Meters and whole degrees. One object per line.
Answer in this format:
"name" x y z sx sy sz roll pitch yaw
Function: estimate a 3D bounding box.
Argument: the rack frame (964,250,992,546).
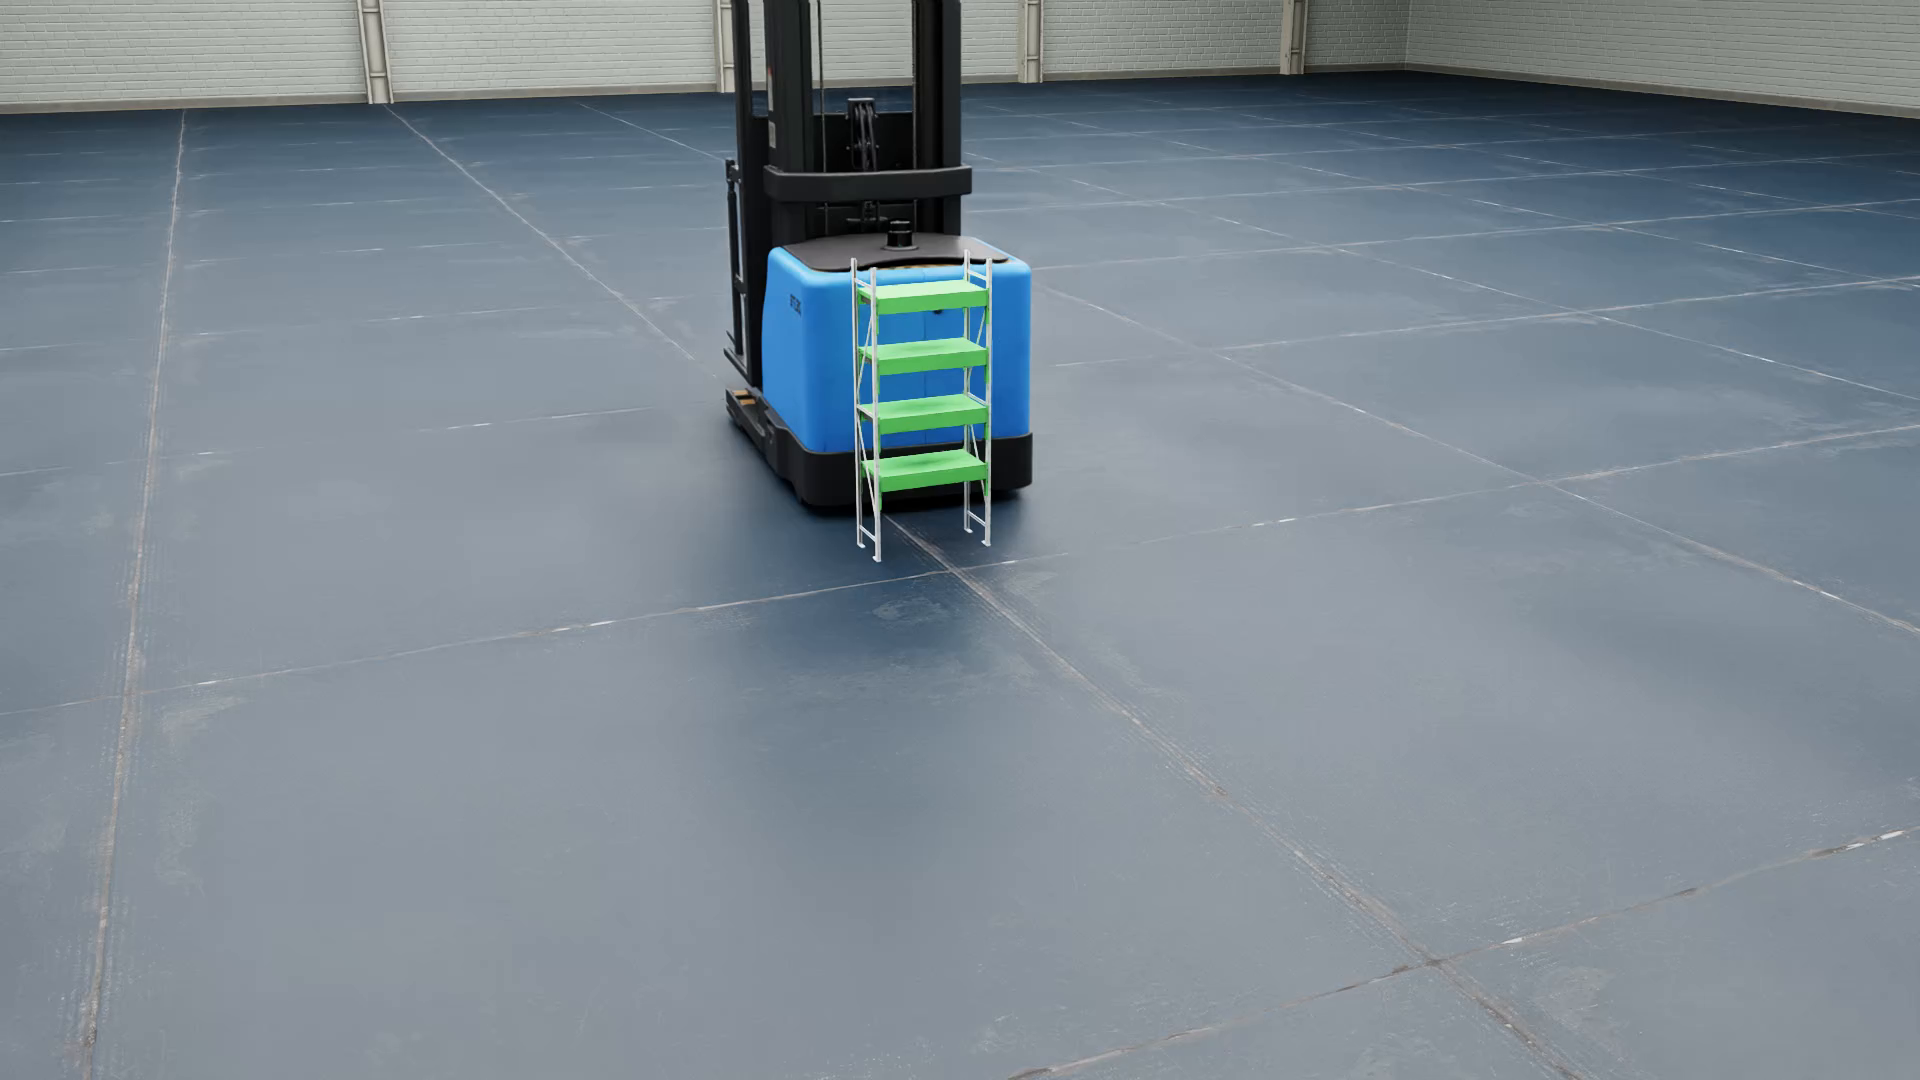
"rack frame" 0.072 -0.576 6.852 0.015 1.200 0.240 -8 21 -22

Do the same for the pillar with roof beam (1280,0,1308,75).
"pillar with roof beam" 8.571 -12.592 29.234 0.400 9.000 9.100 -8 21 -22

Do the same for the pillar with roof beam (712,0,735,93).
"pillar with roof beam" -2.447 -11.013 24.750 0.400 9.000 9.100 -8 21 -22

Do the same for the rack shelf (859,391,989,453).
"rack shelf" -0.152 -0.484 6.782 0.480 0.148 0.258 -8 21 -22

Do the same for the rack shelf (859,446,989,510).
"rack shelf" -0.152 -0.258 6.862 0.480 0.148 0.258 -8 21 -22

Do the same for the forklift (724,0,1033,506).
"forklift" -0.604 -1.983 8.240 1.130 2.935 3.031 -6 20 -17

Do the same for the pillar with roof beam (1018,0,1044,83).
"pillar with roof beam" 3.062 -11.802 26.992 0.400 9.000 9.100 -8 21 -22

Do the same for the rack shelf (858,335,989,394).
"rack shelf" -0.152 -0.710 6.702 0.480 0.148 0.258 -8 21 -22

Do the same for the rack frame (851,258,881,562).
"rack frame" -0.376 -0.512 6.670 0.015 1.200 0.240 -8 21 -22

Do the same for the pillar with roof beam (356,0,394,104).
"pillar with roof beam" -7.956 -10.224 22.509 0.400 9.000 9.100 -8 21 -22

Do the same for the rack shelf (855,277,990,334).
"rack shelf" -0.152 -0.937 6.623 0.480 0.148 0.258 -8 21 -22

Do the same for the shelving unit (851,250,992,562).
"shelving unit" -0.152 -0.544 6.761 0.503 1.200 0.258 -8 21 -22
